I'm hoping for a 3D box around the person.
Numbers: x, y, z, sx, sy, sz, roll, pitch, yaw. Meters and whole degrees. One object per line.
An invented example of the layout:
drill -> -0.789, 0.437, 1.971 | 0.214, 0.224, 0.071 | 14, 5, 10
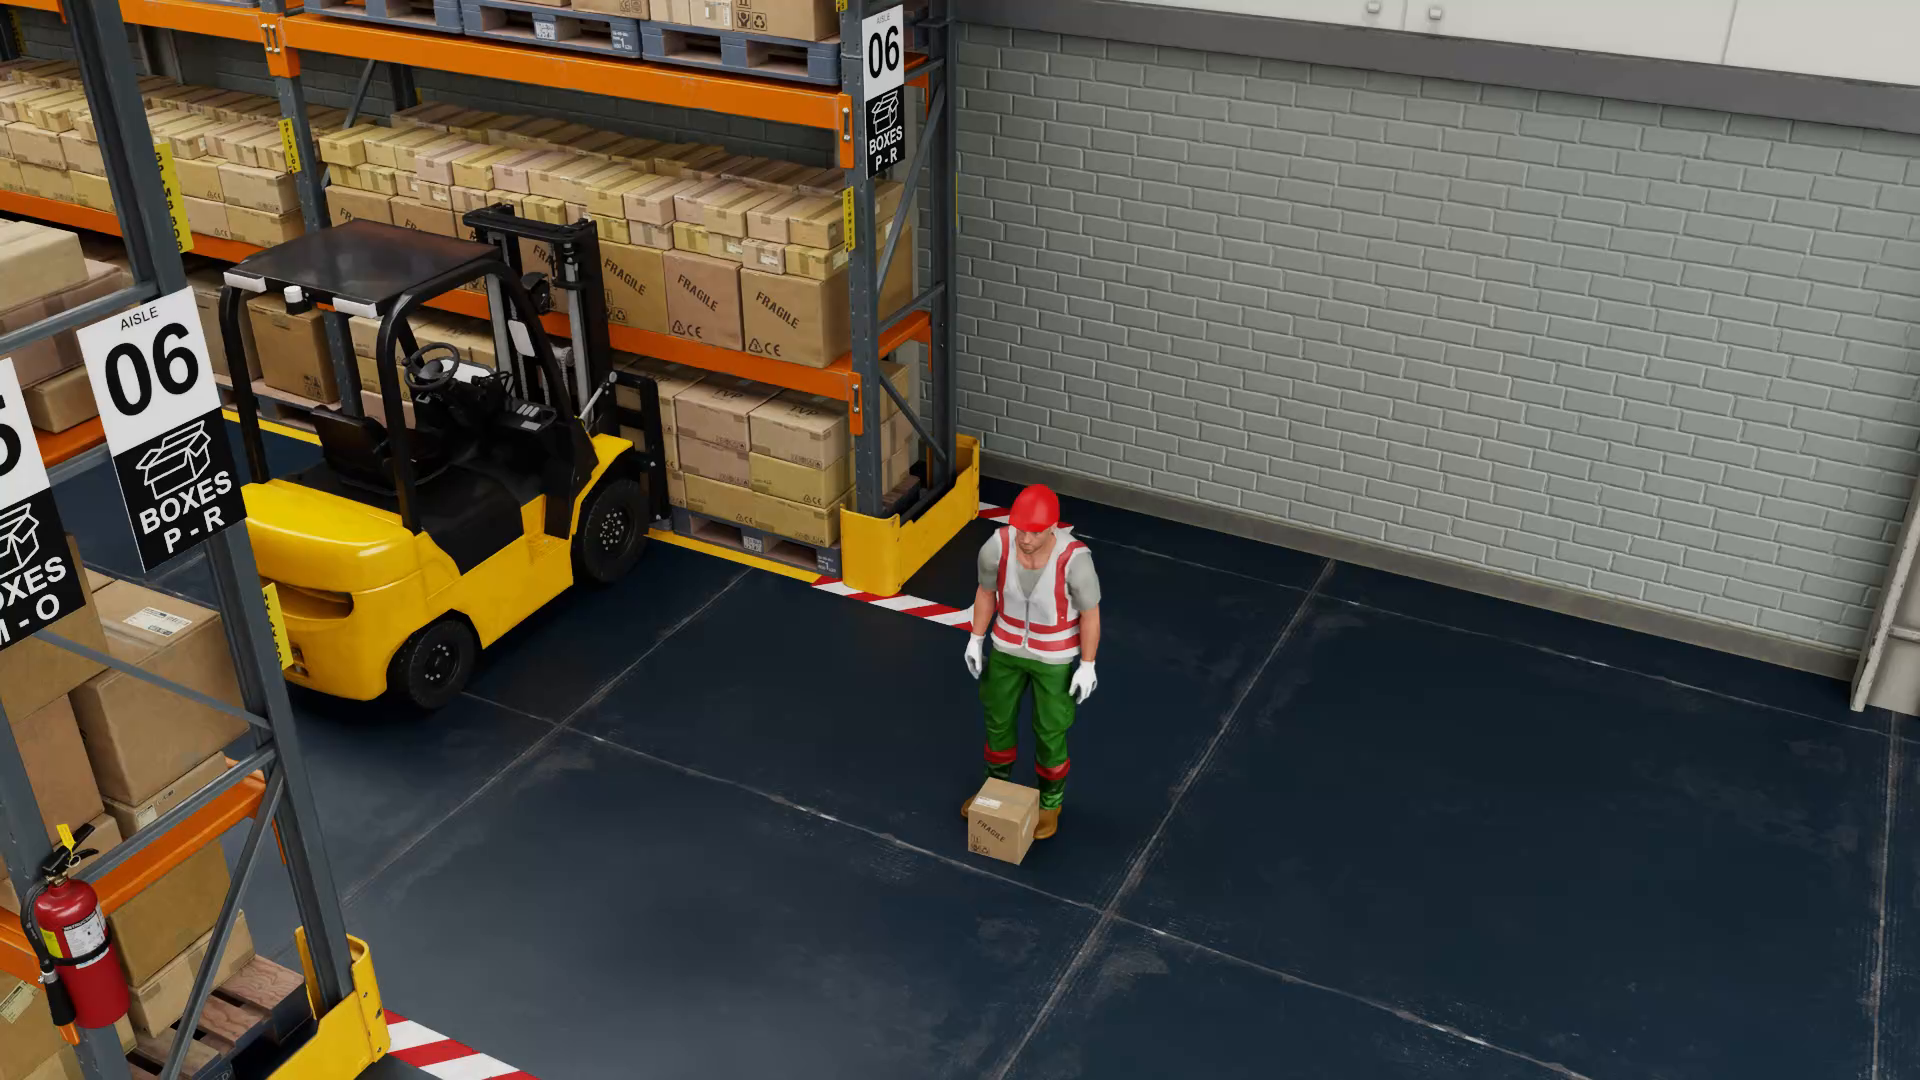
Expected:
person -> 0.316, 0.520, 7.371 | 0.617, 1.778, 0.453 | 12, 32, 20
